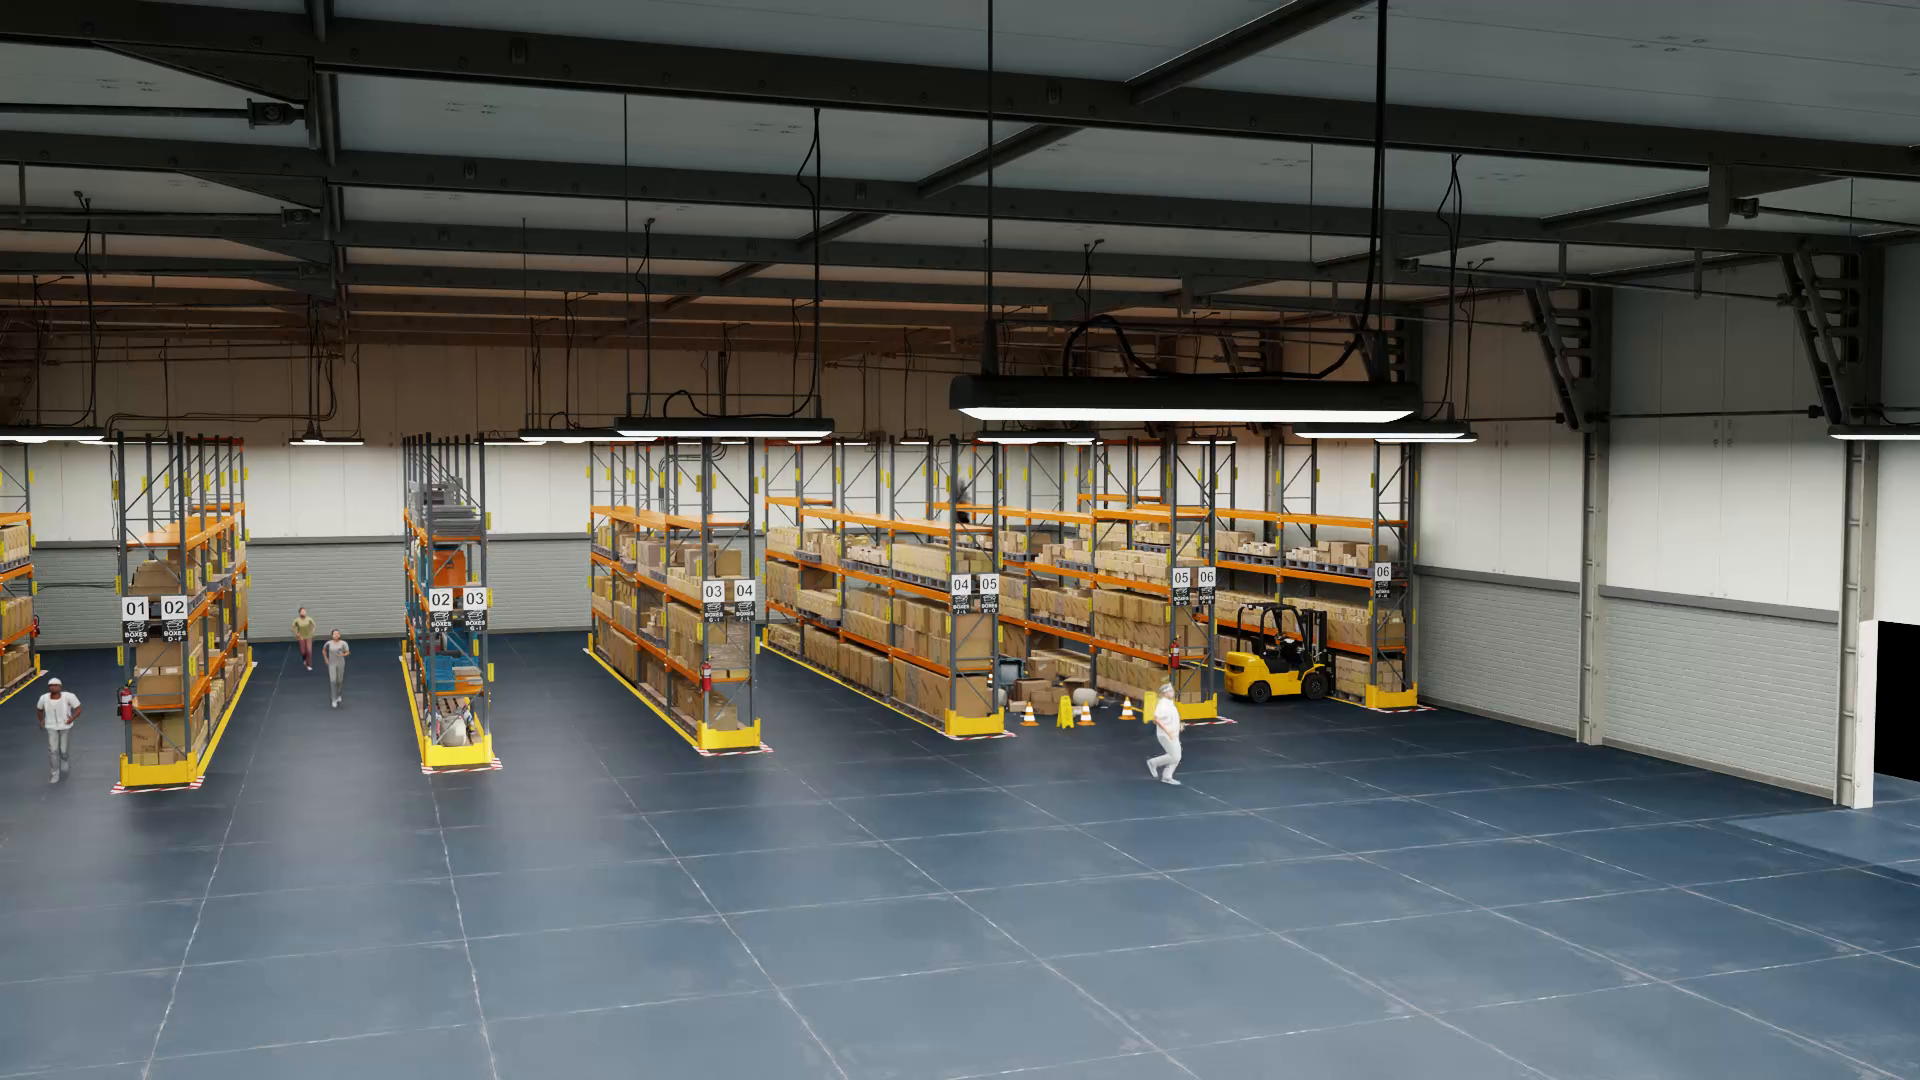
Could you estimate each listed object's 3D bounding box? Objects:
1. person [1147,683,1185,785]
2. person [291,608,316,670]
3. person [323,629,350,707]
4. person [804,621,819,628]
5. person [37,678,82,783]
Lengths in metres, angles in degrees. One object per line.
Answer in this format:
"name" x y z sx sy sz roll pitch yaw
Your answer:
"person" 3.510 3.292 28.325 0.603 1.746 0.665 1 3 17
"person" -16.967 2.549 43.028 0.600 1.610 0.575 -2 4 -31
"person" -13.875 2.821 37.014 0.560 1.696 0.815 -1 3 -23
"person" -4.398 2.161 49.854 0.693 1.644 0.576 -1 3 -18
"person" -15.553 3.262 28.734 0.700 1.805 0.775 -1 3 -20
